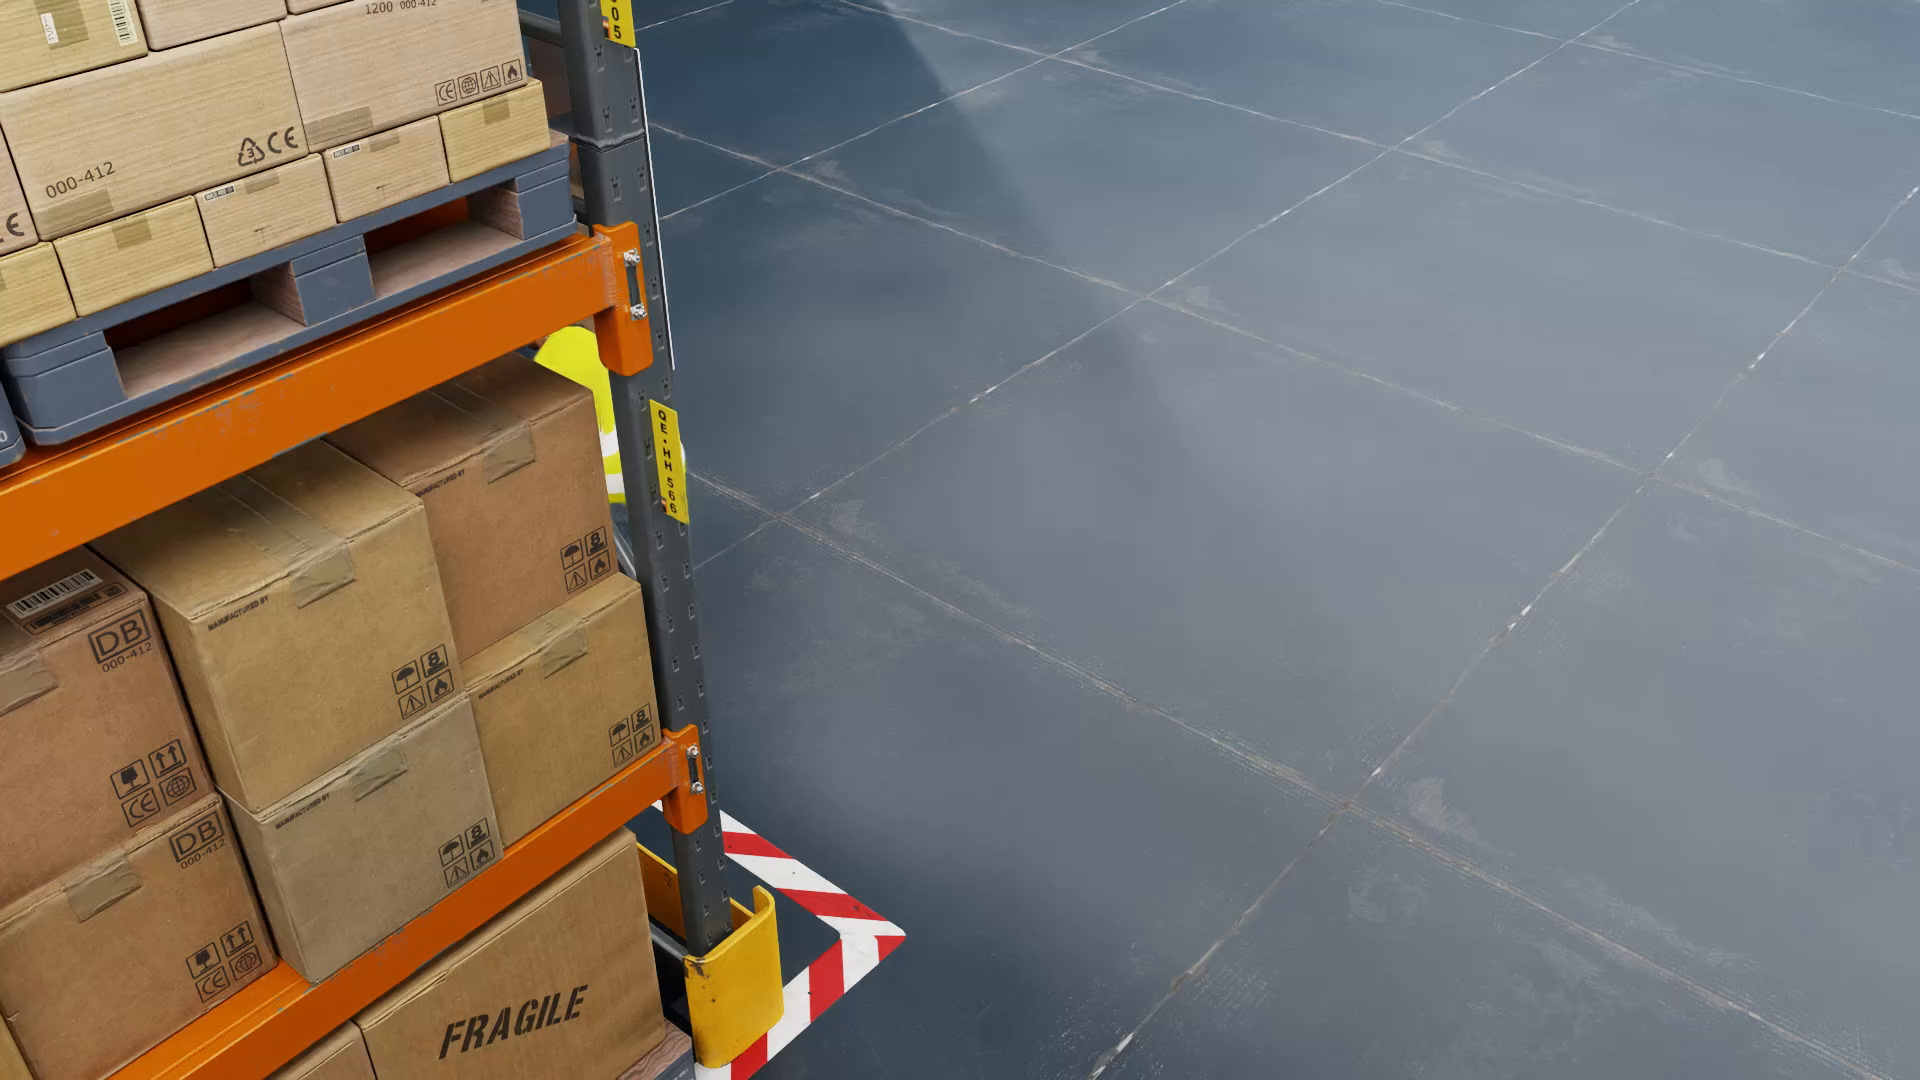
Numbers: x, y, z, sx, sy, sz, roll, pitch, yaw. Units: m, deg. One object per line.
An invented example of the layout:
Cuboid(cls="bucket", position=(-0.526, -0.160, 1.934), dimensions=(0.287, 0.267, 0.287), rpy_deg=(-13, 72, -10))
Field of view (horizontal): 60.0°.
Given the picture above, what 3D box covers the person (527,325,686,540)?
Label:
Cuboid(cls="person", position=(-1.451, -0.260, 6.633), dimensions=(0.749, 1.608, 0.480), rpy_deg=(25, 42, 31))
